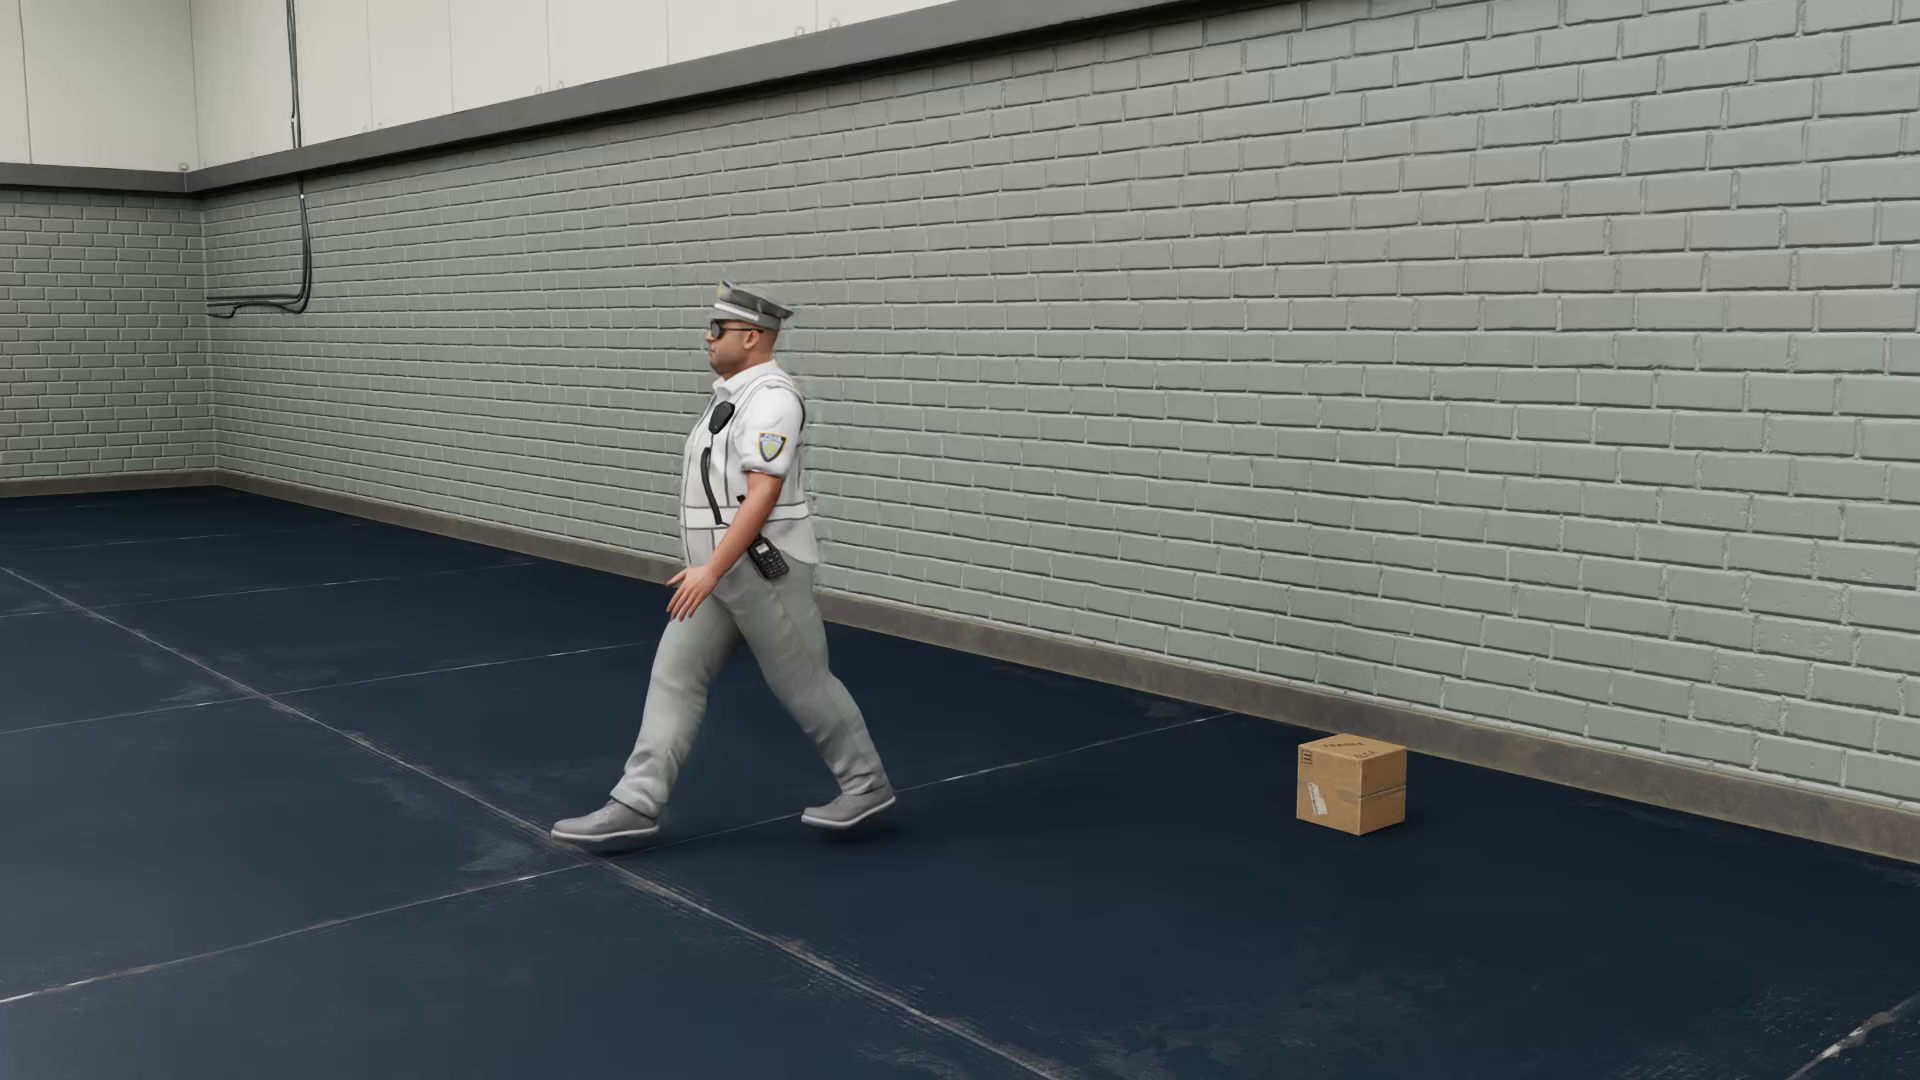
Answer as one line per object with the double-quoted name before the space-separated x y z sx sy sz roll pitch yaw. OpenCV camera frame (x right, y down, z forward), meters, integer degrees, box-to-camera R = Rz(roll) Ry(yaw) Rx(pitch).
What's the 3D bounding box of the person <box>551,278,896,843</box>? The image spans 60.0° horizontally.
"person" -0.713 0.068 5.046 1.051 1.701 0.547 -4 8 -27
